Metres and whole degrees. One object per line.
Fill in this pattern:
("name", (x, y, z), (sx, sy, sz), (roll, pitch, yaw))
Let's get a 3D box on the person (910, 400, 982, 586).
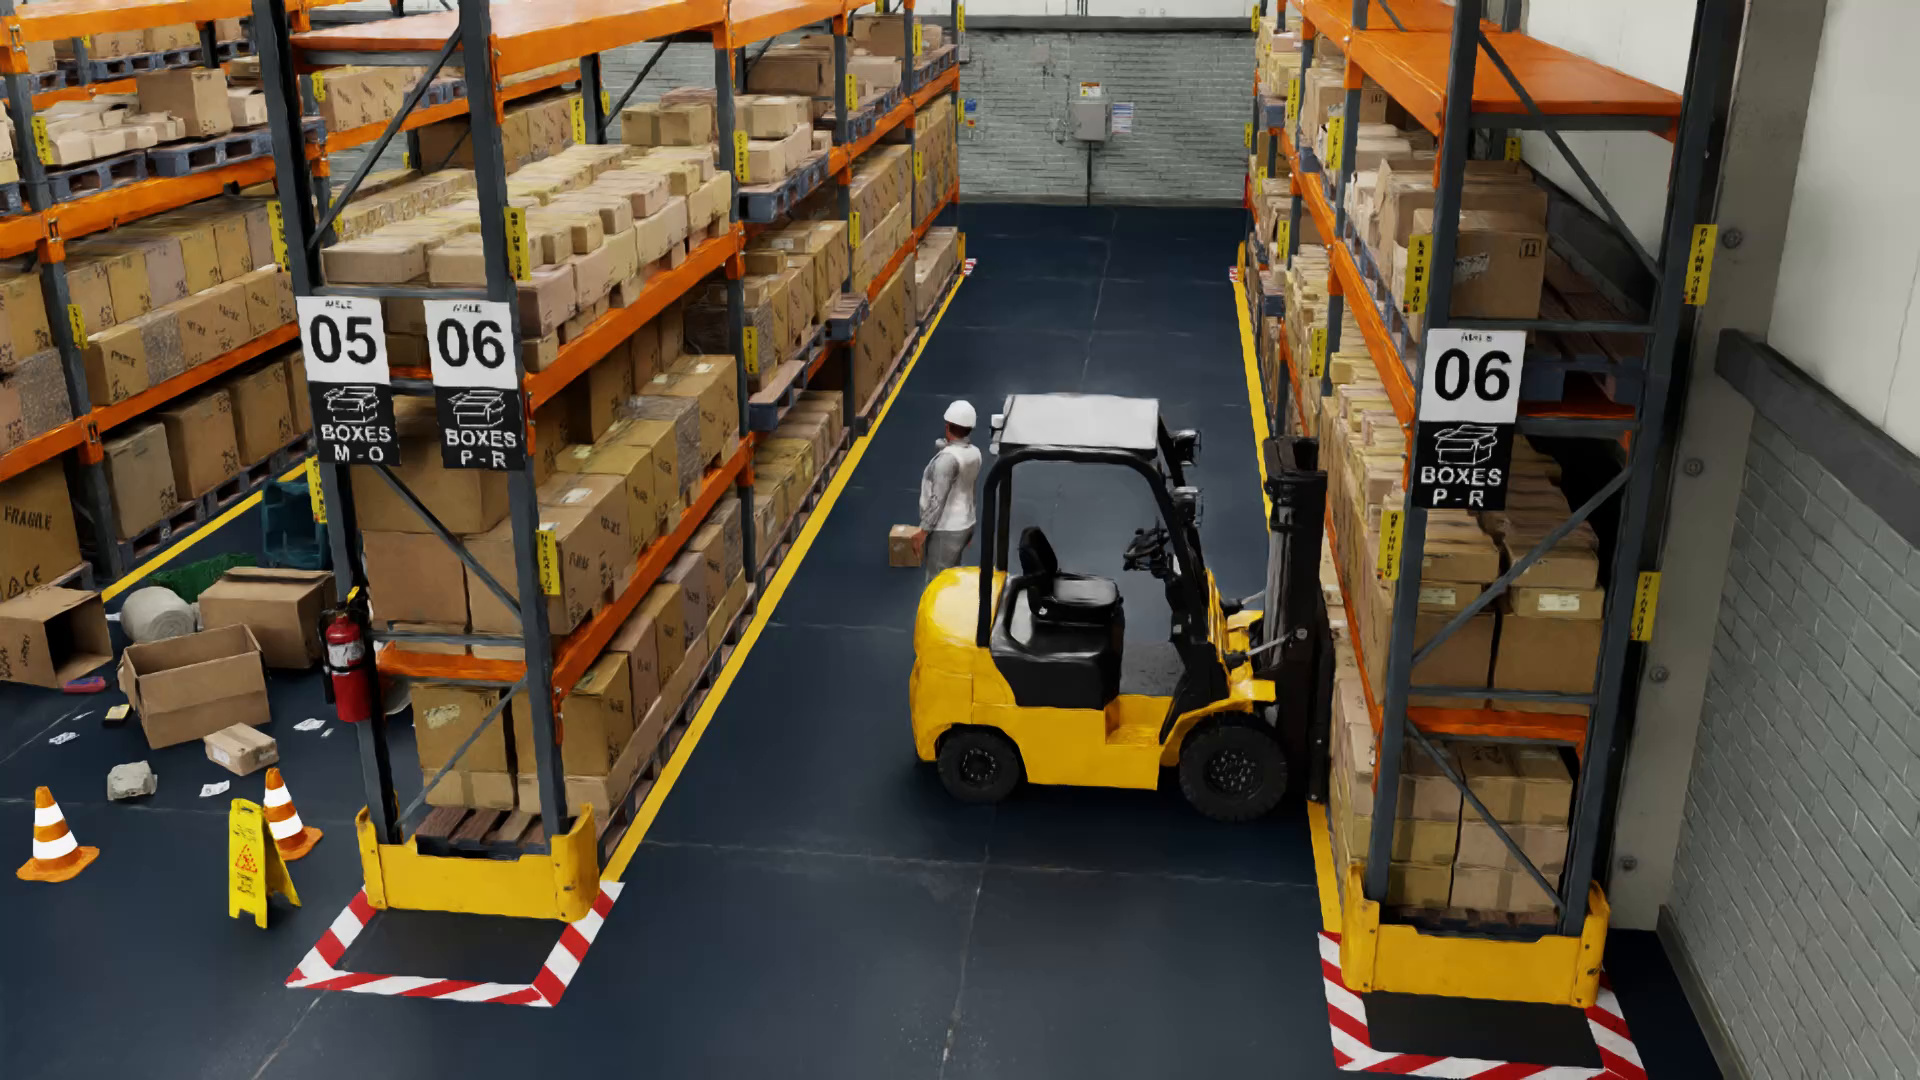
("person", (-0.020, -0.072, 11.286), (0.604, 1.738, 0.608), (5, 22, 13))
